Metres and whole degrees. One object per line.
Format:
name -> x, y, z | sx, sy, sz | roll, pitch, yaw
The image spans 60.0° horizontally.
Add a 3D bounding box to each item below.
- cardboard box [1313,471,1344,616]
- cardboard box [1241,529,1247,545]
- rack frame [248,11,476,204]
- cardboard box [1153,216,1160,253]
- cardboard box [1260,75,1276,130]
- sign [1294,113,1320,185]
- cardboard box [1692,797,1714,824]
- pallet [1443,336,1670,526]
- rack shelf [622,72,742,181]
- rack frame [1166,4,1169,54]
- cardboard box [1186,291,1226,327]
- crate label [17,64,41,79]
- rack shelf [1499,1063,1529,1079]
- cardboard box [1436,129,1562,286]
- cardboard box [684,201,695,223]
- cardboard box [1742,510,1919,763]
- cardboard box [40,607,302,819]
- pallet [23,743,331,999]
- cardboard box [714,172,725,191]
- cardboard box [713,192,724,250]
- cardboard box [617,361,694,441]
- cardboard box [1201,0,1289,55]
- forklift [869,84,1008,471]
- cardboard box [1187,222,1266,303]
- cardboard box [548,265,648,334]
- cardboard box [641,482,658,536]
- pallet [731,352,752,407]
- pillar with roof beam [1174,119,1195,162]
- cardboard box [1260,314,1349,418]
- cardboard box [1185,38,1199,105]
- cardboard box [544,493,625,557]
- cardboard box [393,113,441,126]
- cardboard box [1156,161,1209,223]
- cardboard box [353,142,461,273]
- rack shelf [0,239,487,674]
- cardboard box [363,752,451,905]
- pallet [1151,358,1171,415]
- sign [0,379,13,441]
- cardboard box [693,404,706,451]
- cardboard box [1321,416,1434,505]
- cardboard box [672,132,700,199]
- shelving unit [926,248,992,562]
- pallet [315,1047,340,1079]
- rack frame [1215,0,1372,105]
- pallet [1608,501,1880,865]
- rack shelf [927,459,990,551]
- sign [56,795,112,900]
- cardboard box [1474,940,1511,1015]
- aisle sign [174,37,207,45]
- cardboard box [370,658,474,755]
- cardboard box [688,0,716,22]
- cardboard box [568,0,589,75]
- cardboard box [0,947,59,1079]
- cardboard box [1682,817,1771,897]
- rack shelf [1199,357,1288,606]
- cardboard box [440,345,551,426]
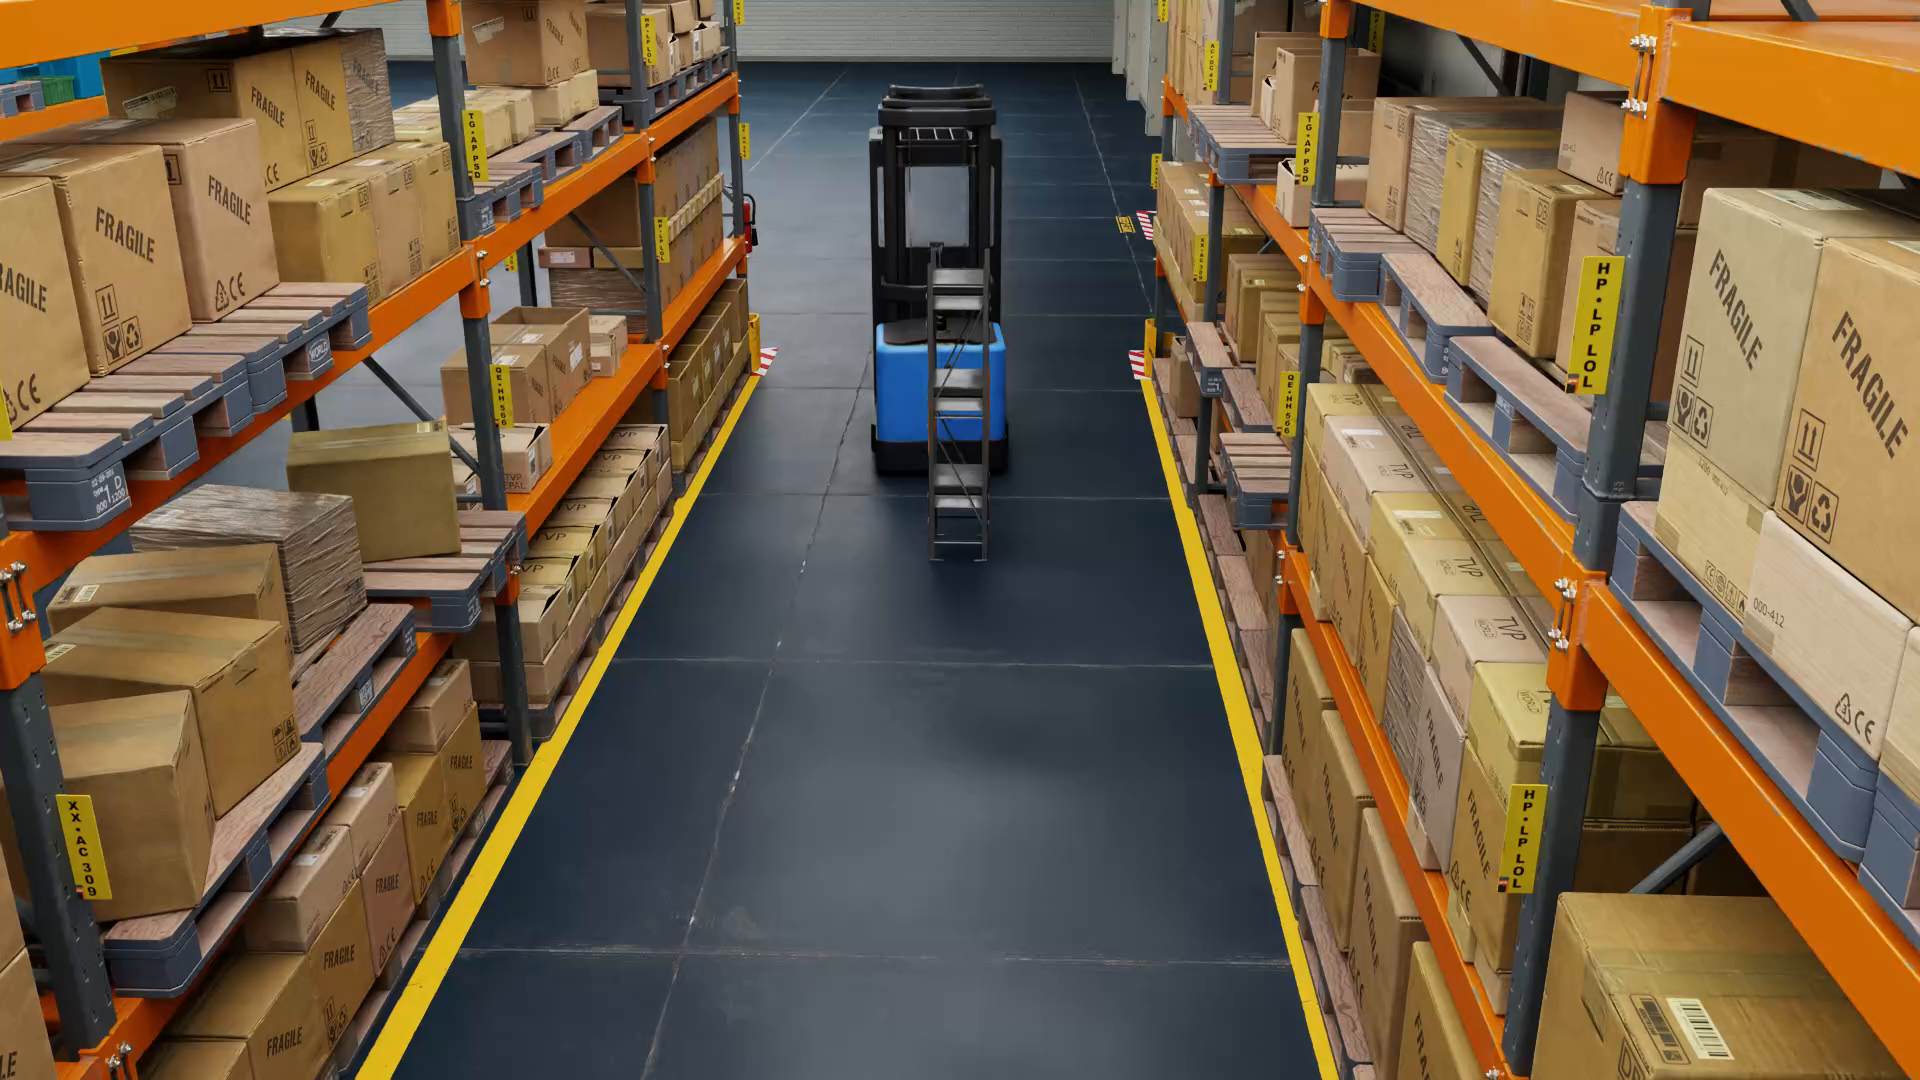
cardboard box -> 1.848, 0.013, 7.273 | 0.500, 0.500, 0.500 | 1, 21, 3
cardboard box -> 2.294, -0.187, 11.212 | 0.700, 0.500, 0.500 | 0, 21, 1
rack frame -> -2.808, -3.005, 7.333 | 1.000, 3.000, 0.127 | 1, 21, 2
cardboard box -> 2.055, -2.814, 15.314 | 0.500, 0.250, 0.500 | 0, 21, 0
cardboard box -> 2.150, -2.734, 10.325 | 0.500, 0.311, 0.500 | 1, 21, 3
sign -> 1.601, -1.801, 7.662 | 0.100, 0.325, 0.005 | 1, 21, 2
cardboard box -> 2.296, 0.584, 4.764 | 0.500, 0.250, 0.500 | 1, 21, 3
pallet -> 2.000, -0.350, 4.902 | 0.805, 0.209, 1.217 | 0, 21, -1
rack shelf -> -2.626, -3.440, 13.597 | 1.077, 0.370, 4.000 | 1, 21, 2
rack frame -> 2.387, -5.844, 14.651 | 1.000, 3.000, 0.127 | 1, 21, 2
cardboard box -> 1.977, -1.715, 12.482 | 0.500, 0.250, 0.500 | 1, 21, 2
crate label -> -7.903, -3.812, 13.766 | 0.502, 0.251, 0.408 | 1, 21, 2
rack shelf -> 1.961, 2.350, 2.820 | 1.077, 0.370, 4.000 | 1, 21, 2
cardboard box -> 2.193, -1.237, 6.177 | 0.700, 0.500, 0.500 | 2, 21, 4
cardboard box -> -2.431, -2.748, 13.931 | 0.380, 0.149, 0.250 | 0, 21, 1
cardboard box -> 1.708, 0.152, 2.833 | 0.500, 0.250, 0.500 | 0, 21, 0
cardboard box -> -2.734, 0.578, 5.674 | 0.700, 0.500, 0.500 | 4, 22, 10
pallet -> -2.796, 1.040, 5.467 | 1.003, 0.211, 1.213 | 1, 21, 2
cardboard box -> -2.386, -3.309, 15.376 | 0.380, 0.149, 0.250 | 0, 21, 1
cardboard box -> -2.592, -2.978, 15.420 | 0.700, 0.500, 0.500 | 1, 21, 2
cardboard box -> -2.359, -1.082, 12.855 | 0.500, 0.500, 0.500 | 1, 21, 2
cardboard box -> 2.009, -3.706, 11.738 | 0.500, 0.500, 0.500 | -1, 21, -3
forklift -> -0.211, -2.406, 14.179 | 1.130, 2.935, 3.031 | -1, 21, -2
cardboard box -> 1.970, -2.064, 12.346 | 0.500, 0.500, 0.500 | 1, 21, 1
cardboard box -> -2.679, -1.861, 12.541 | 0.700, 0.500, 0.500 | 0, 21, 0
cardboard box -> -2.426, -0.232, 11.701 | 0.500, 0.250, 0.500 | 0, 21, 1
pallet -> -2.546, -1.524, 15.664 | 1.003, 0.211, 1.213 | 1, 21, 2
pillar with roof beam -> -0.708, -9.968, 25.278 | 9.100, 9.000, 0.400 | 1, 21, 2
cardboard box -> 2.163, -1.027, 9.783 | 0.700, 0.500, 0.500 | 1, 21, 2
cardboard box -> 2.040, -3.624, 12.910 | 0.500, 0.500, 0.500 | 0, 21, 0
cardboard box -> -2.458, -0.130, 10.662 | 0.500, 0.311, 0.500 | 0, 21, 1
cardboard box -> -2.853, -2.087, 8.740 | 0.500, 0.250, 0.500 | 1, 21, 3
cardboard box -> 2.072, -3.167, 15.187 | 0.500, 0.500, 0.500 | 1, 21, 2
cardboard box -> -2.788, -1.495, 7.450 | 0.910, 0.500, 0.500 | 1, 21, 2
rack shelf -> -2.869, -0.548, 6.142 | 1.077, 0.370, 4.000 | 1, 21, 2
cardboard box -> -2.618, 1.280, 7.430 | 0.500, 0.500, 0.500 | 0, 21, 0
pallet -> 2.324, -1.426, 15.414 | 1.003, 0.211, 1.213 | 1, 21, 2
sign -> -2.387, -0.398, 4.046 | 0.100, 0.325, 0.005 | 1, 21, 2
cardboard box -> -2.349, -0.913, 13.456 | 0.500, 0.250, 0.500 | 1, 21, 2
cardboard box -> 1.856, -0.343, 7.153 | 0.500, 0.250, 0.500 | 0, 21, 1
cardboard box -> -2.618, -3.192, 14.176 | 0.700, 0.500, 0.500 | 1, 21, 2
shelving unit -> -0.005, -0.919, 11.495 | 0.431, 2.100, 0.503 | 1, 21, 2
pallet -> -2.943, 2.244, 5.954 | 1.003, 0.211, 1.213 | 1, 21, 2
rack frame -> 2.265, -4.398, 10.923 | 1.000, 3.000, 0.127 | 1, 21, 2
pallet -> 1.986, 0.230, 3.265 | 1.003, 0.211, 1.213 | 1, 21, 2
rack shelf -> -0.005, -0.254, 11.753 | 0.431, 0.518, 0.480 | 1, 21, 2
sign -> -2.387, 0.838, 4.526 | 0.100, 0.325, 0.005 | 1, 21, 2
cardboard box -> 1.749, 1.274, 4.919 | 0.380, 0.149, 0.250 | 1, 21, 2
aisle sign -> -7.217, -4.391, 15.605 | 0.394, 0.787, 0.004 | 1, 21, 2
cardboard box -> -2.599, 0.764, 7.724 | 0.500, 0.250, 0.500 | 1, 21, 4
cardboard box -> -2.586, -4.600, 14.675 | 0.797, 0.503, 0.637 | 2, 21, 5
cardboard box -> -2.745, -3.306, 10.845 | 0.500, 0.500, 0.500 | 1, 21, 2
cardboard box -> -2.688, 1.375, 4.200 | 0.500, 0.500, 0.500 | 1, 21, 3
cardboard box -> 2.288, 0.933, 4.900 | 0.500, 0.500, 0.500 | 0, 21, 0
rack shelf -> 2.204, -0.543, 10.275 | 1.077, 0.370, 4.000 | 1, 21, 2
cardboard box -> -2.773, -0.861, 9.964 | 0.500, 0.500, 0.500 | 0, 21, -1
